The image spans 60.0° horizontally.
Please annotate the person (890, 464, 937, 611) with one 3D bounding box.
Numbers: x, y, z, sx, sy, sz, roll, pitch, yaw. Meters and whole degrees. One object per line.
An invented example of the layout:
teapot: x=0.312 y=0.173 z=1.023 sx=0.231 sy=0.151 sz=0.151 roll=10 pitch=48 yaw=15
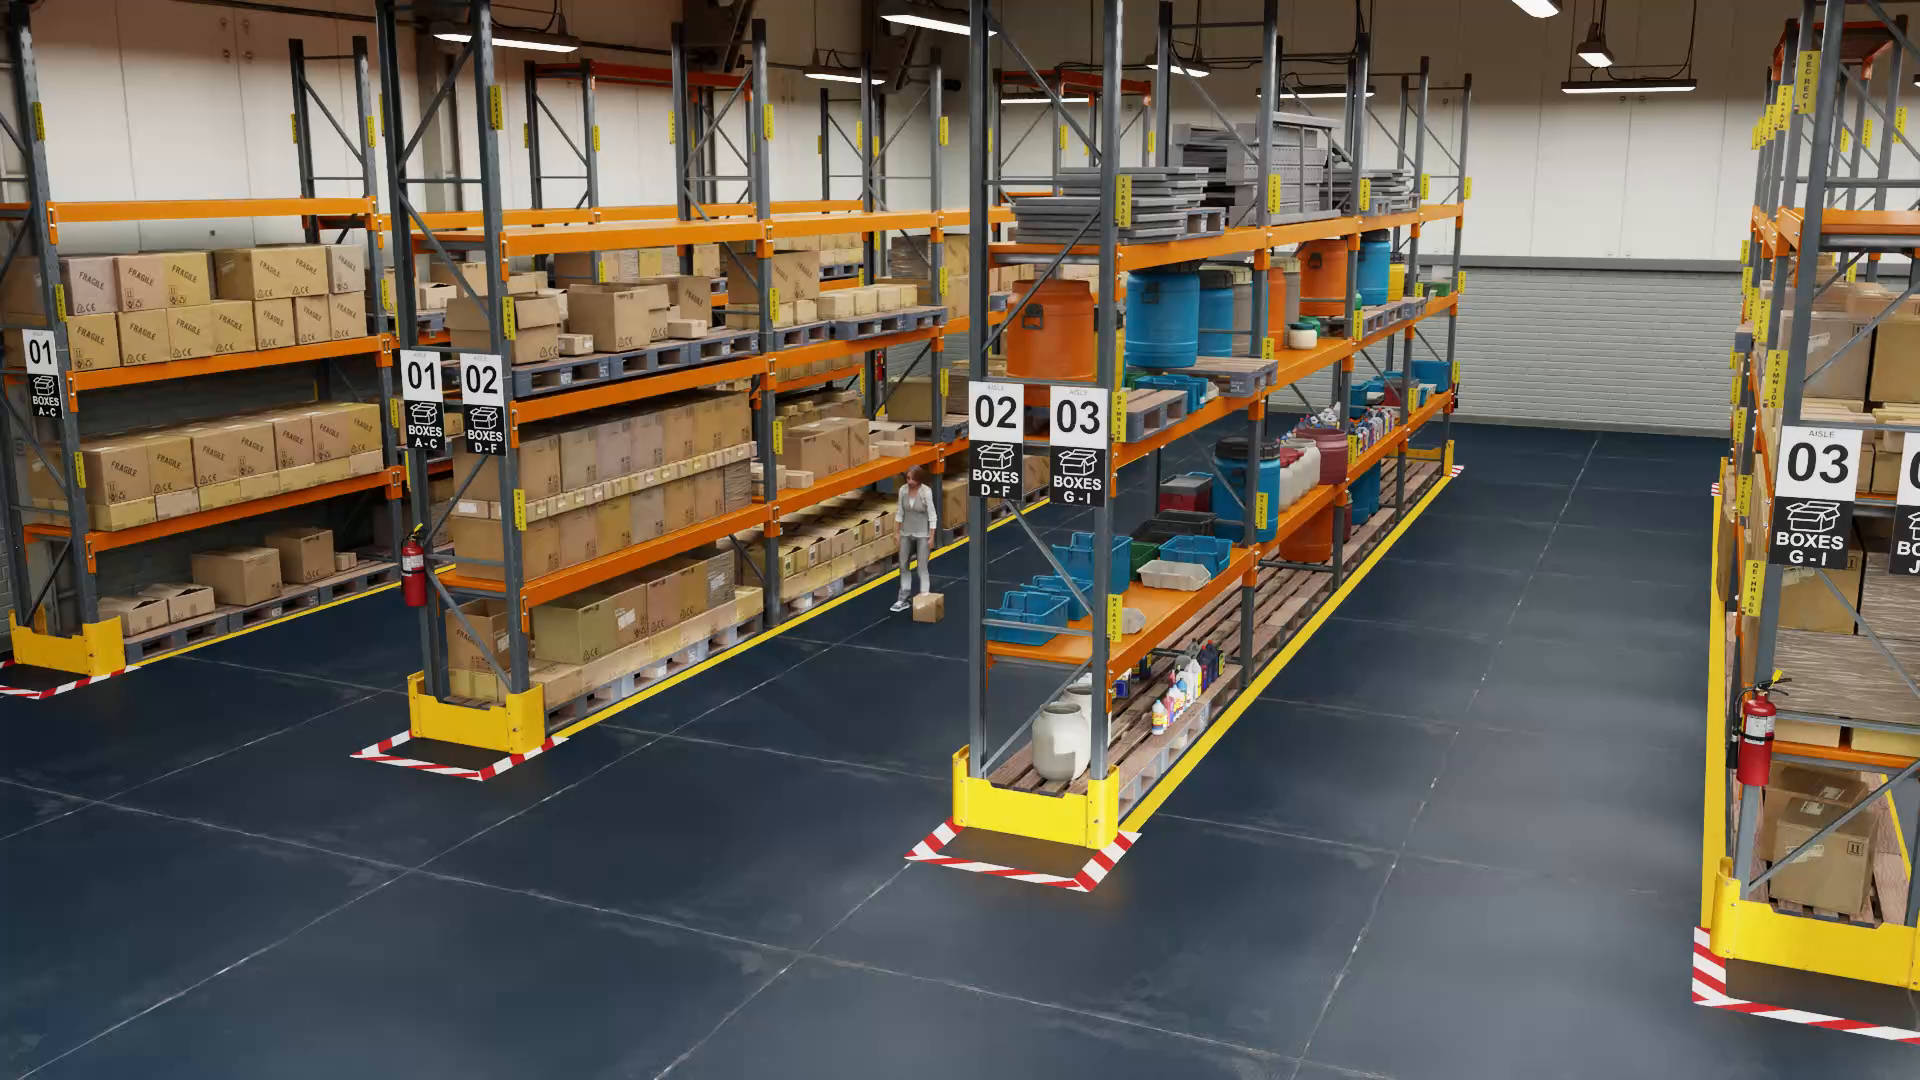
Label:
person: x=-0.476 y=-0.021 z=17.587 sx=0.481 sy=1.593 sz=0.343 roll=5 pitch=13 yaw=22
